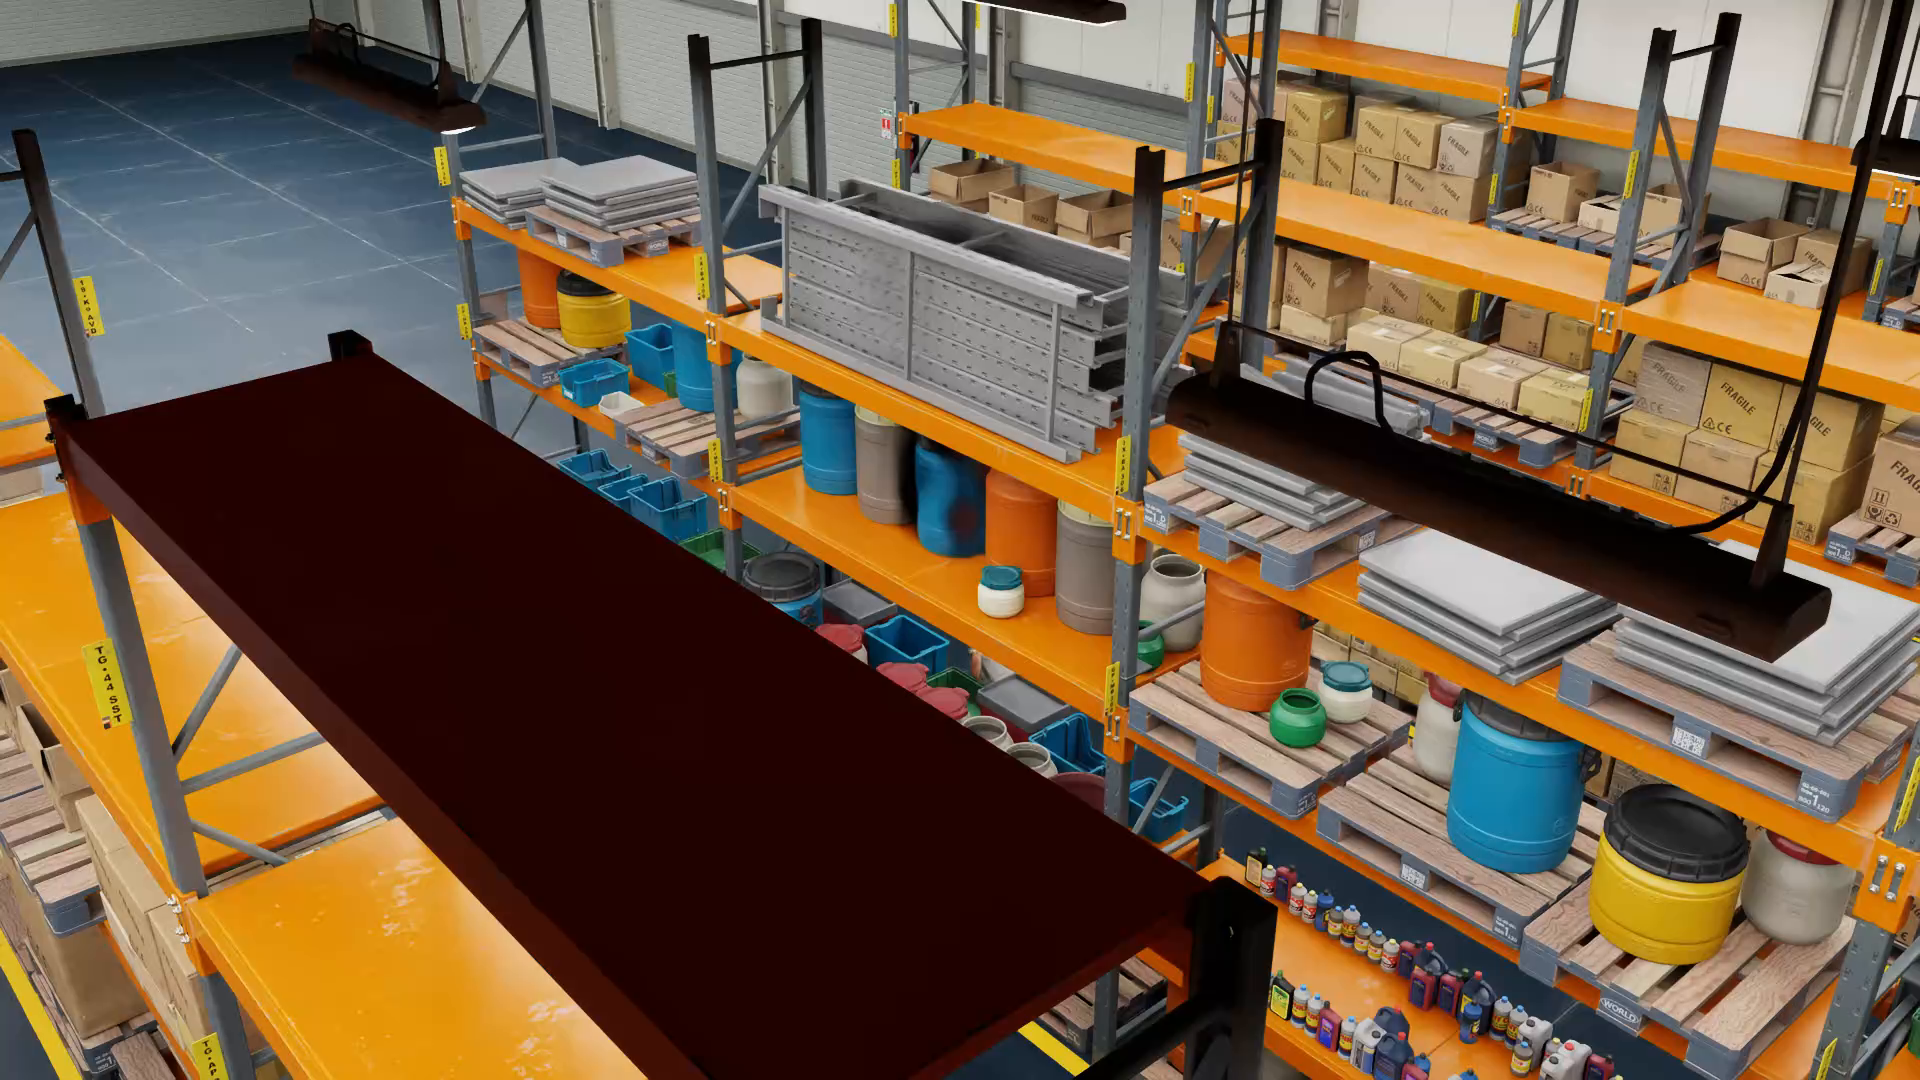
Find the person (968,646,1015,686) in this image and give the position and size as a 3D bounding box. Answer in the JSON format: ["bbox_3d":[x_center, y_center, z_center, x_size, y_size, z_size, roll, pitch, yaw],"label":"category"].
[{"bbox_3d":[0.366,1.329,13.257,0.603,1.628,0.969,-20,33,-34],"label":"person"}]
